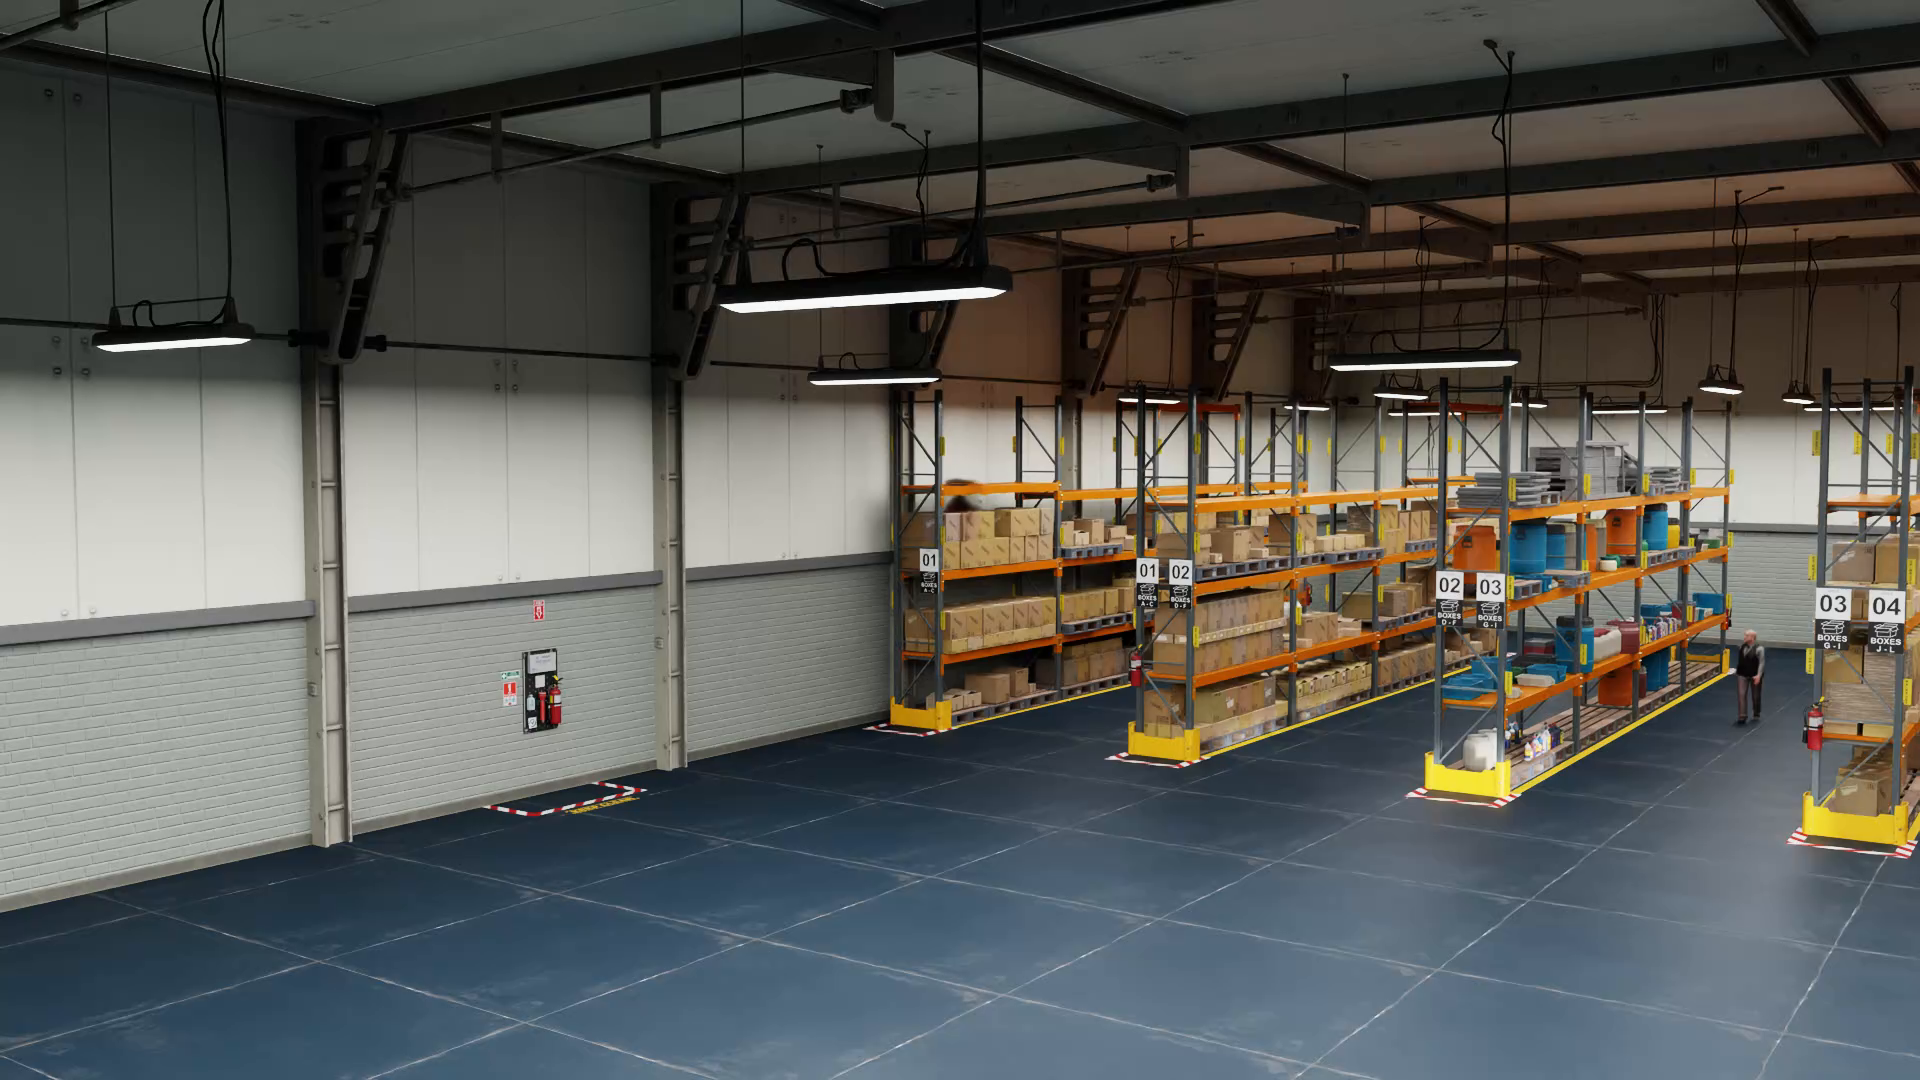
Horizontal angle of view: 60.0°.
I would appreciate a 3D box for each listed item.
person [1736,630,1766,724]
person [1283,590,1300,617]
[{"bbox_3d":[14.337,2.474,30.139,0.488,1.681,1.066,2,4,31],"label":"person"},{"bbox_3d":[7.764,1.980,39.046,0.504,1.638,0.975,2,4,29],"label":"person"}]
